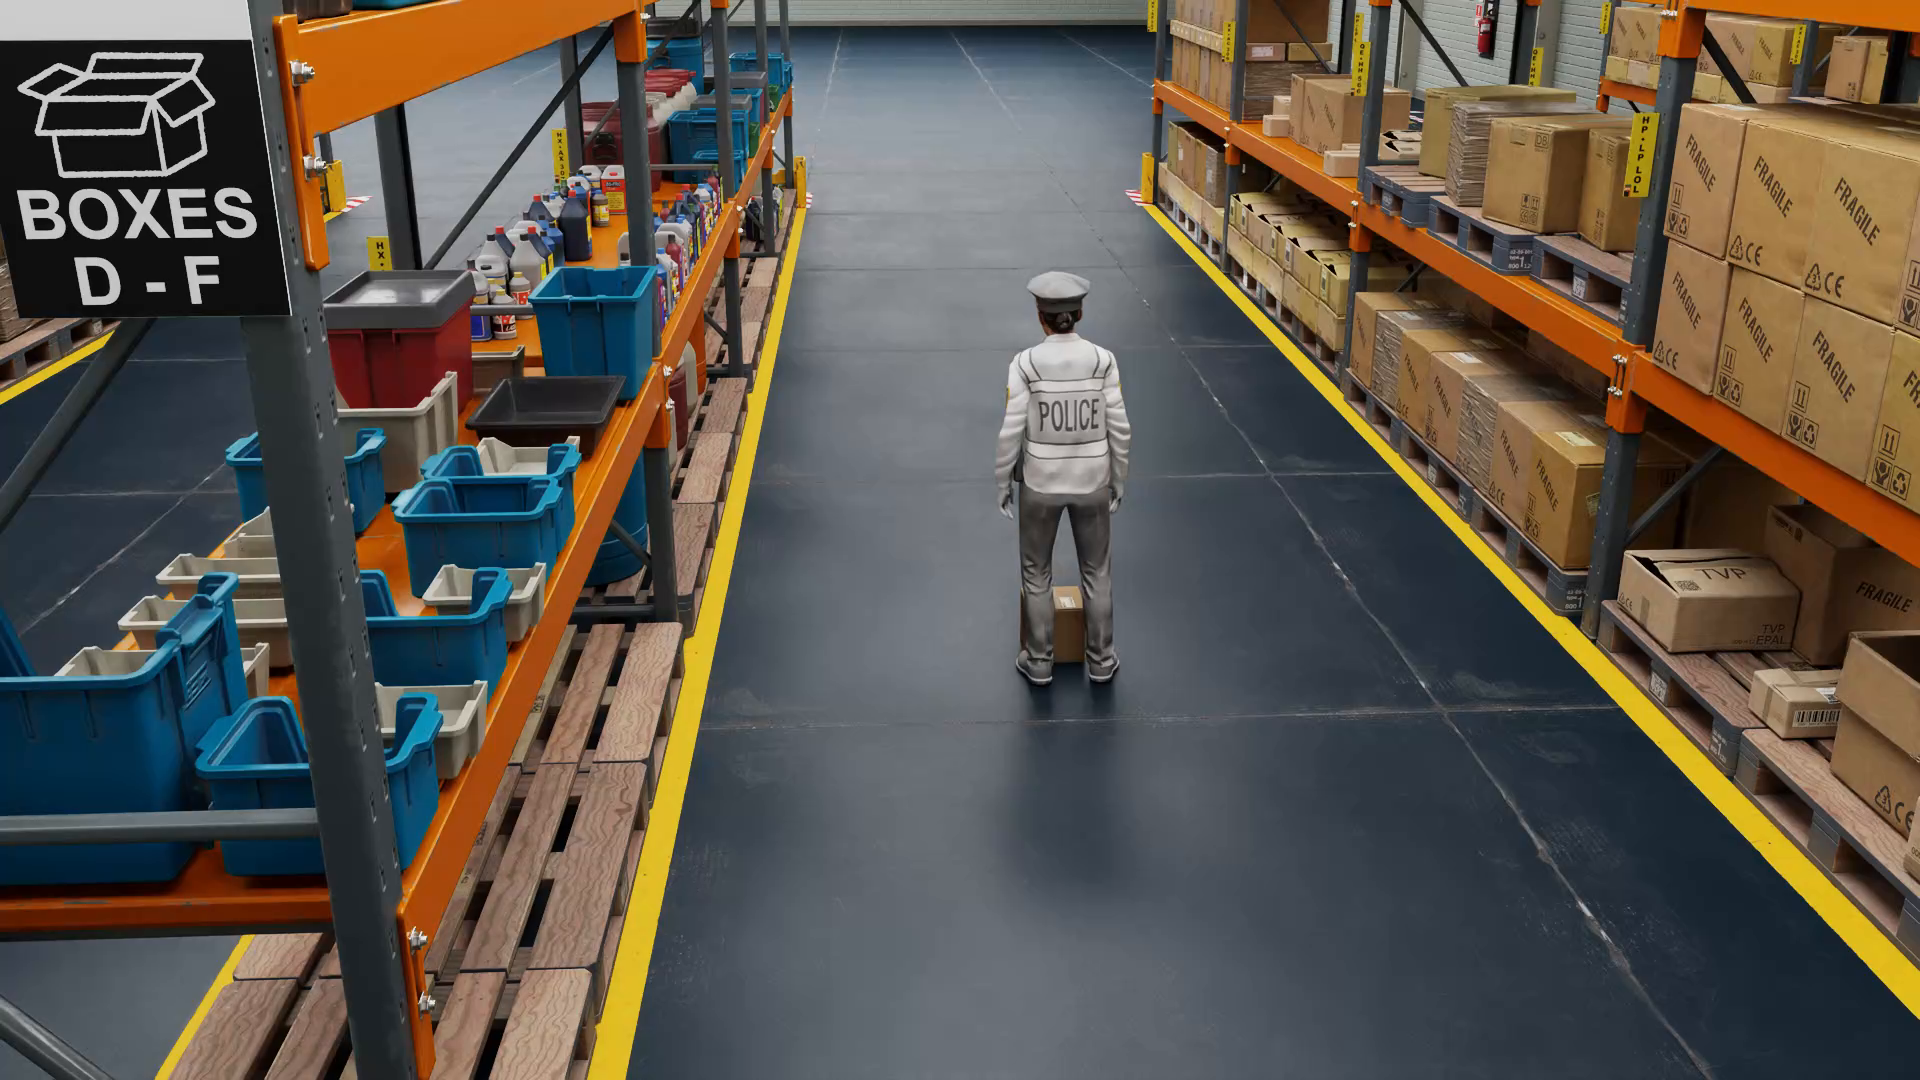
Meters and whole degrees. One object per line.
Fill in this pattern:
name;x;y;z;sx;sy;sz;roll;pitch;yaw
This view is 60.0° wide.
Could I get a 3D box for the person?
person;0.409;-0.217;6.646;0.547;1.667;0.369;-2;21;-6
